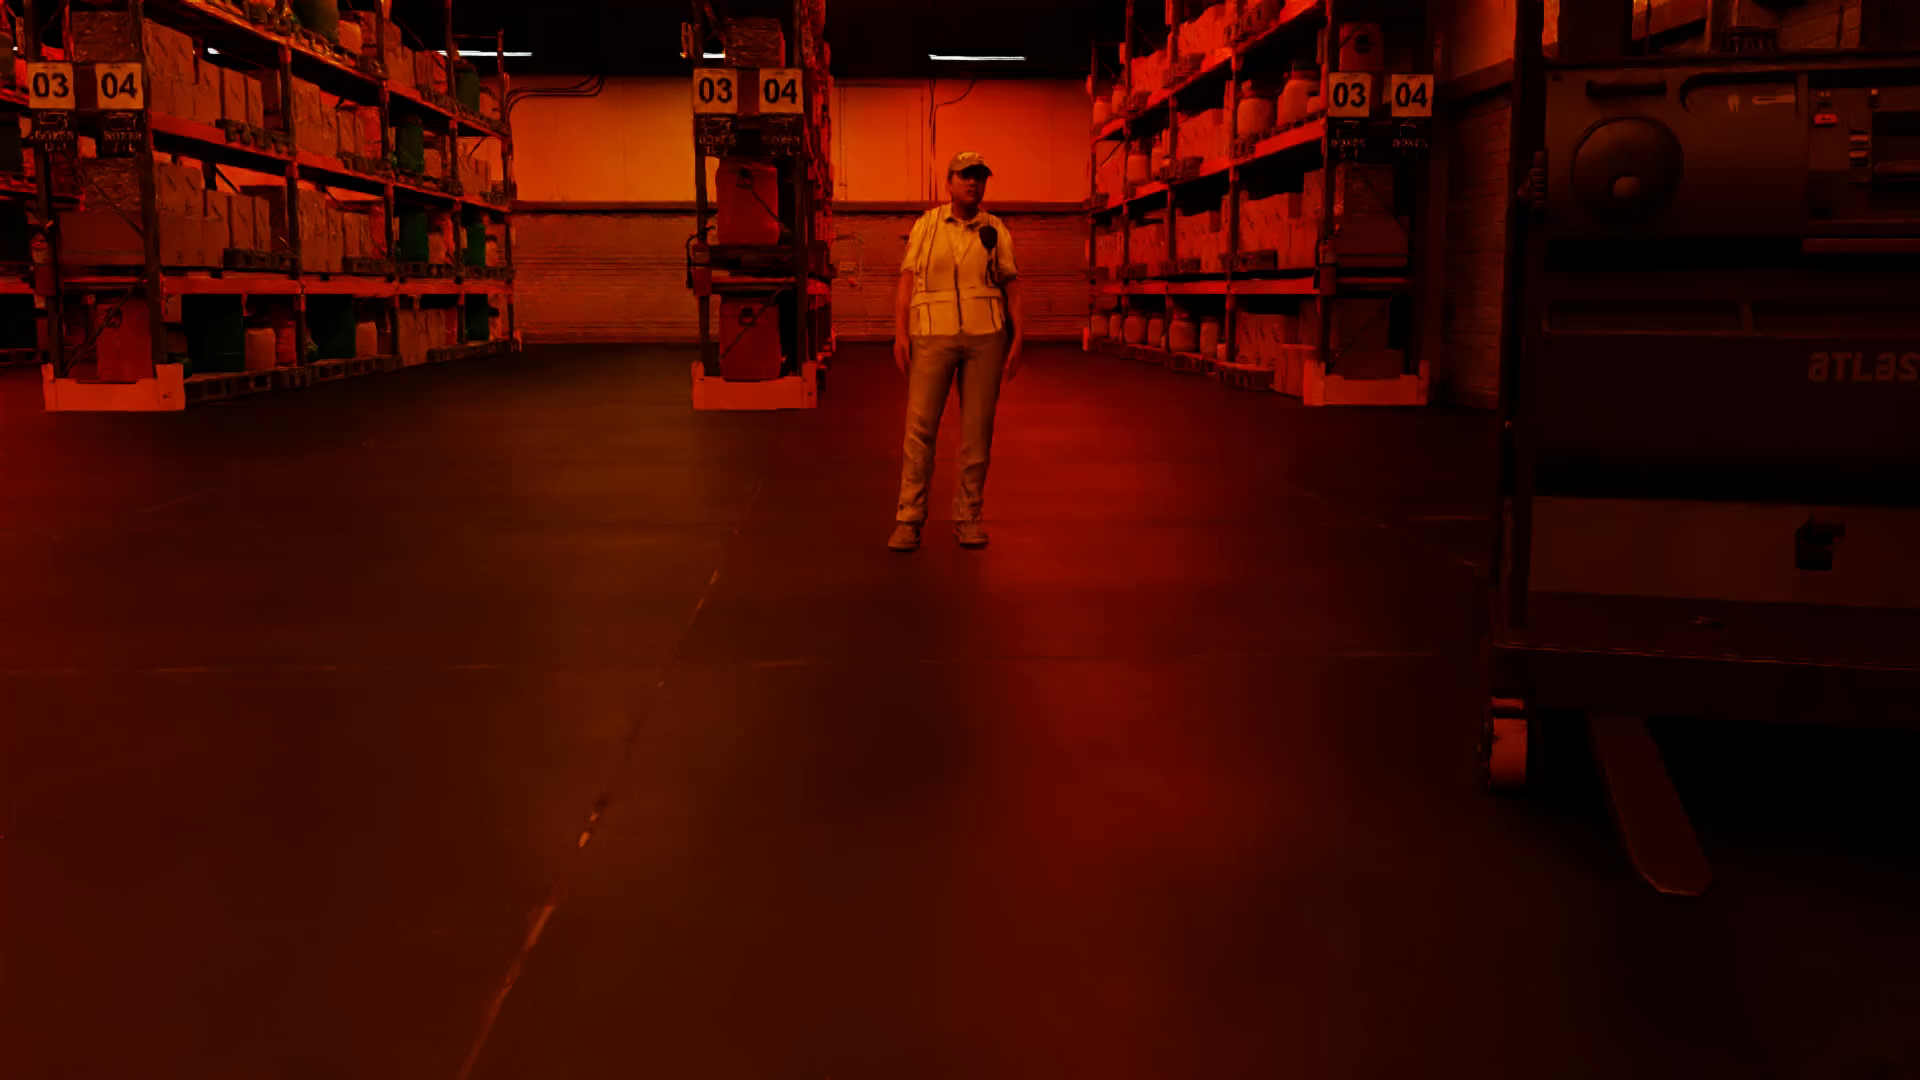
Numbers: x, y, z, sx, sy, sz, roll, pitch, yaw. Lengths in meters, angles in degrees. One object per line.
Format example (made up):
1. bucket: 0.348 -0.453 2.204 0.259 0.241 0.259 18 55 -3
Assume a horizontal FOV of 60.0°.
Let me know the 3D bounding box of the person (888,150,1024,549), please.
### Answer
1. person: -0.018 -0.820 7.109 0.598 1.669 0.529 -1 8 -4

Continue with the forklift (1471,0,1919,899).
1. forklift: 1.753 -0.924 3.550 1.130 2.935 3.031 2 9 16
